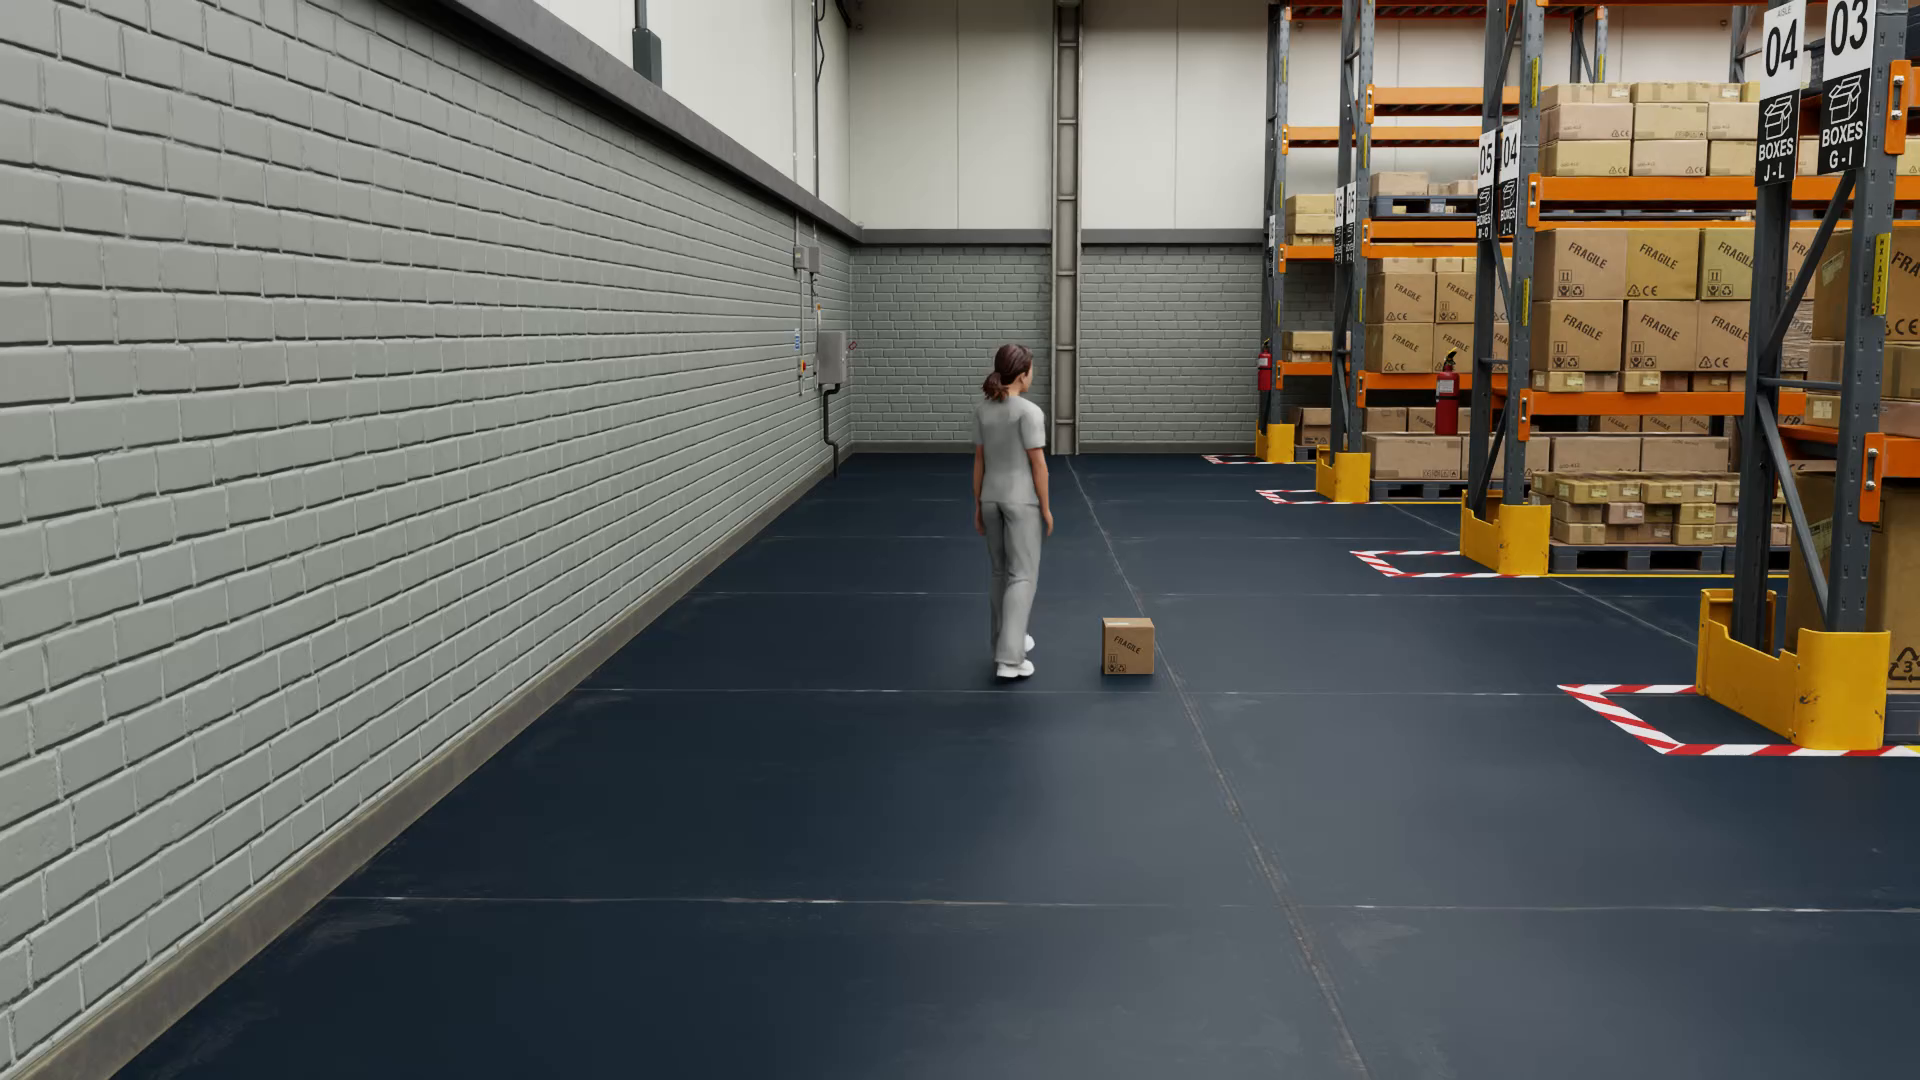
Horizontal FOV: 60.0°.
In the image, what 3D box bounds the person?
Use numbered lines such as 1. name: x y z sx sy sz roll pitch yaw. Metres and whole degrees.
1. person: 0.302 -0.161 8.461 0.466 1.666 0.641 6 10 41
